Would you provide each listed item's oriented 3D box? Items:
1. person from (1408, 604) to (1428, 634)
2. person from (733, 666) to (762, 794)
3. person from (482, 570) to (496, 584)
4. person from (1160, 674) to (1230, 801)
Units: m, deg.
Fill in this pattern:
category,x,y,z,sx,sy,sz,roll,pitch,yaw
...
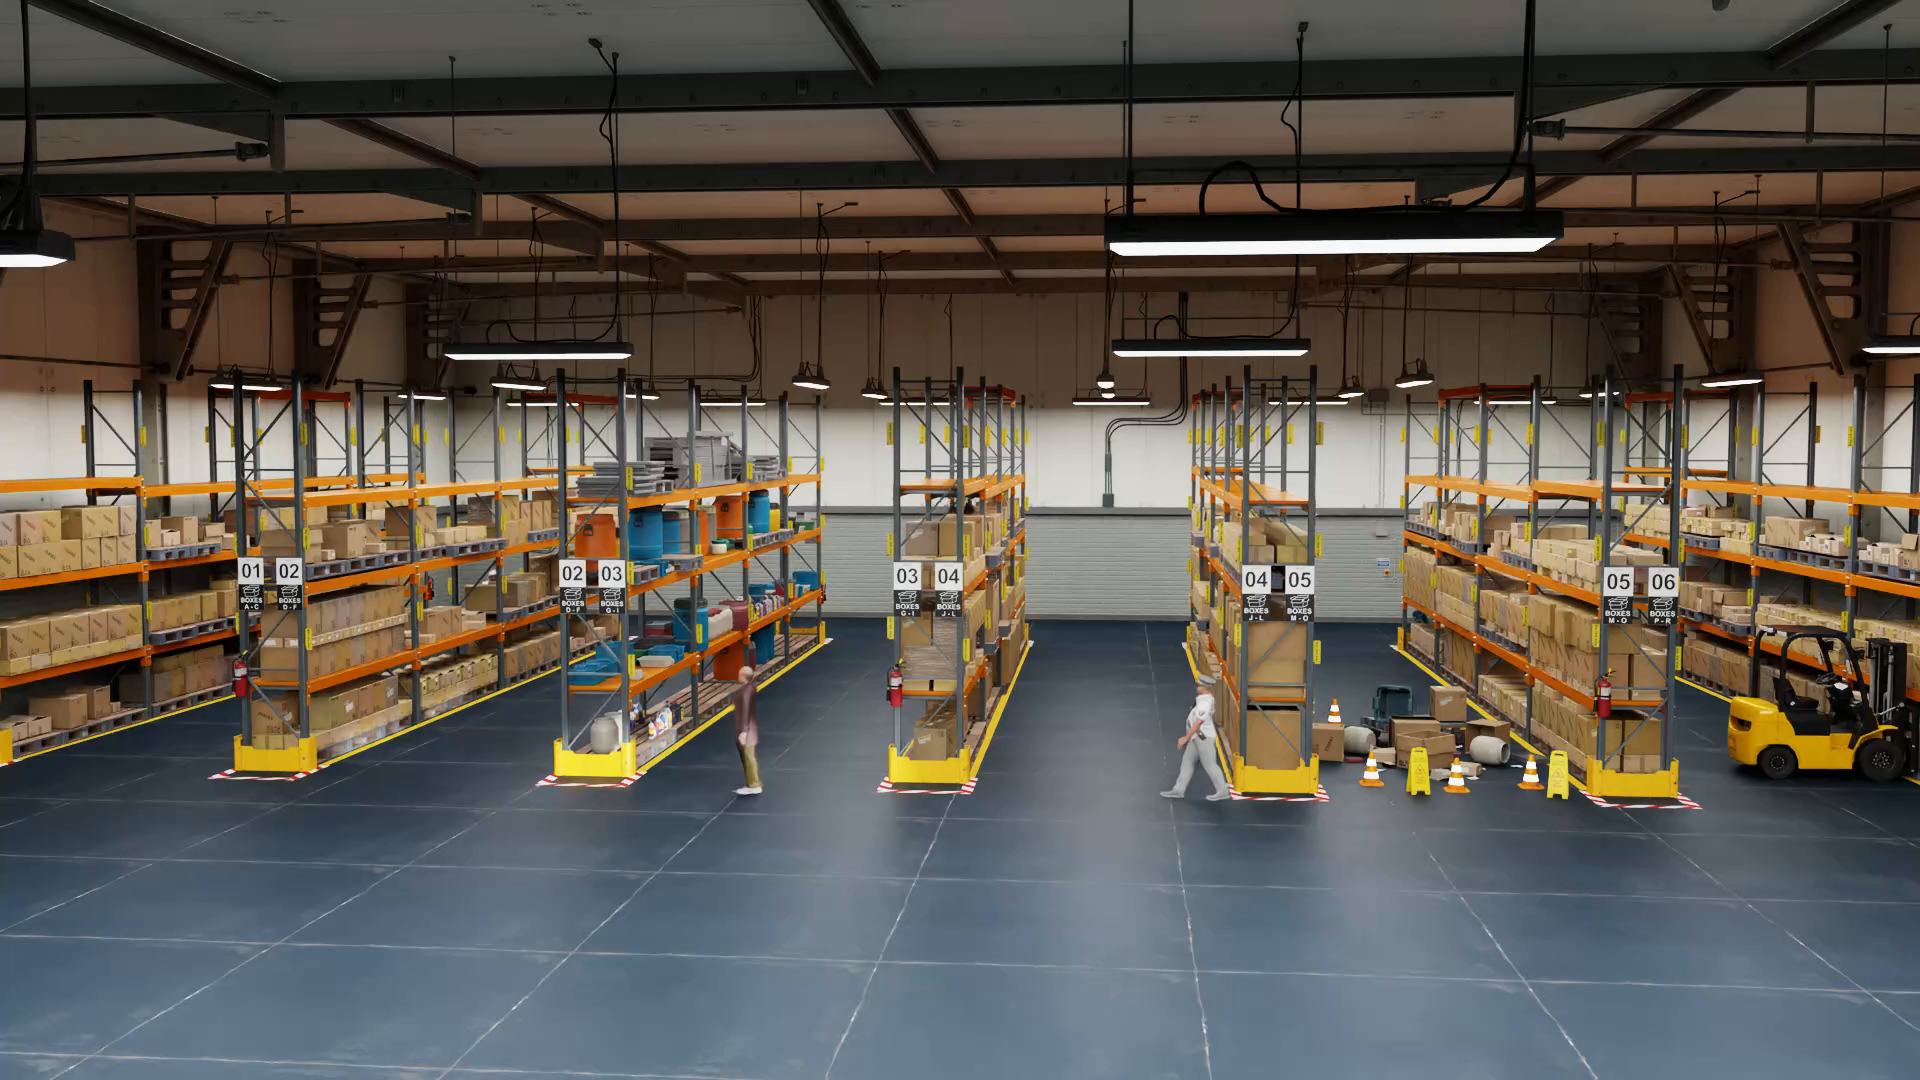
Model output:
category,x,y,z,sx,sy,sz,roll,pitch,yaw
person,11.593,1.595,42.013,0.649,1.622,0.408,-1,4,-13
person,-2.980,2.677,23.289,0.400,1.827,0.704,0,4,-6
person,-11.497,1.614,40.854,0.787,1.746,0.994,0,4,7
person,3.220,2.701,22.769,0.910,1.724,0.569,0,4,1
